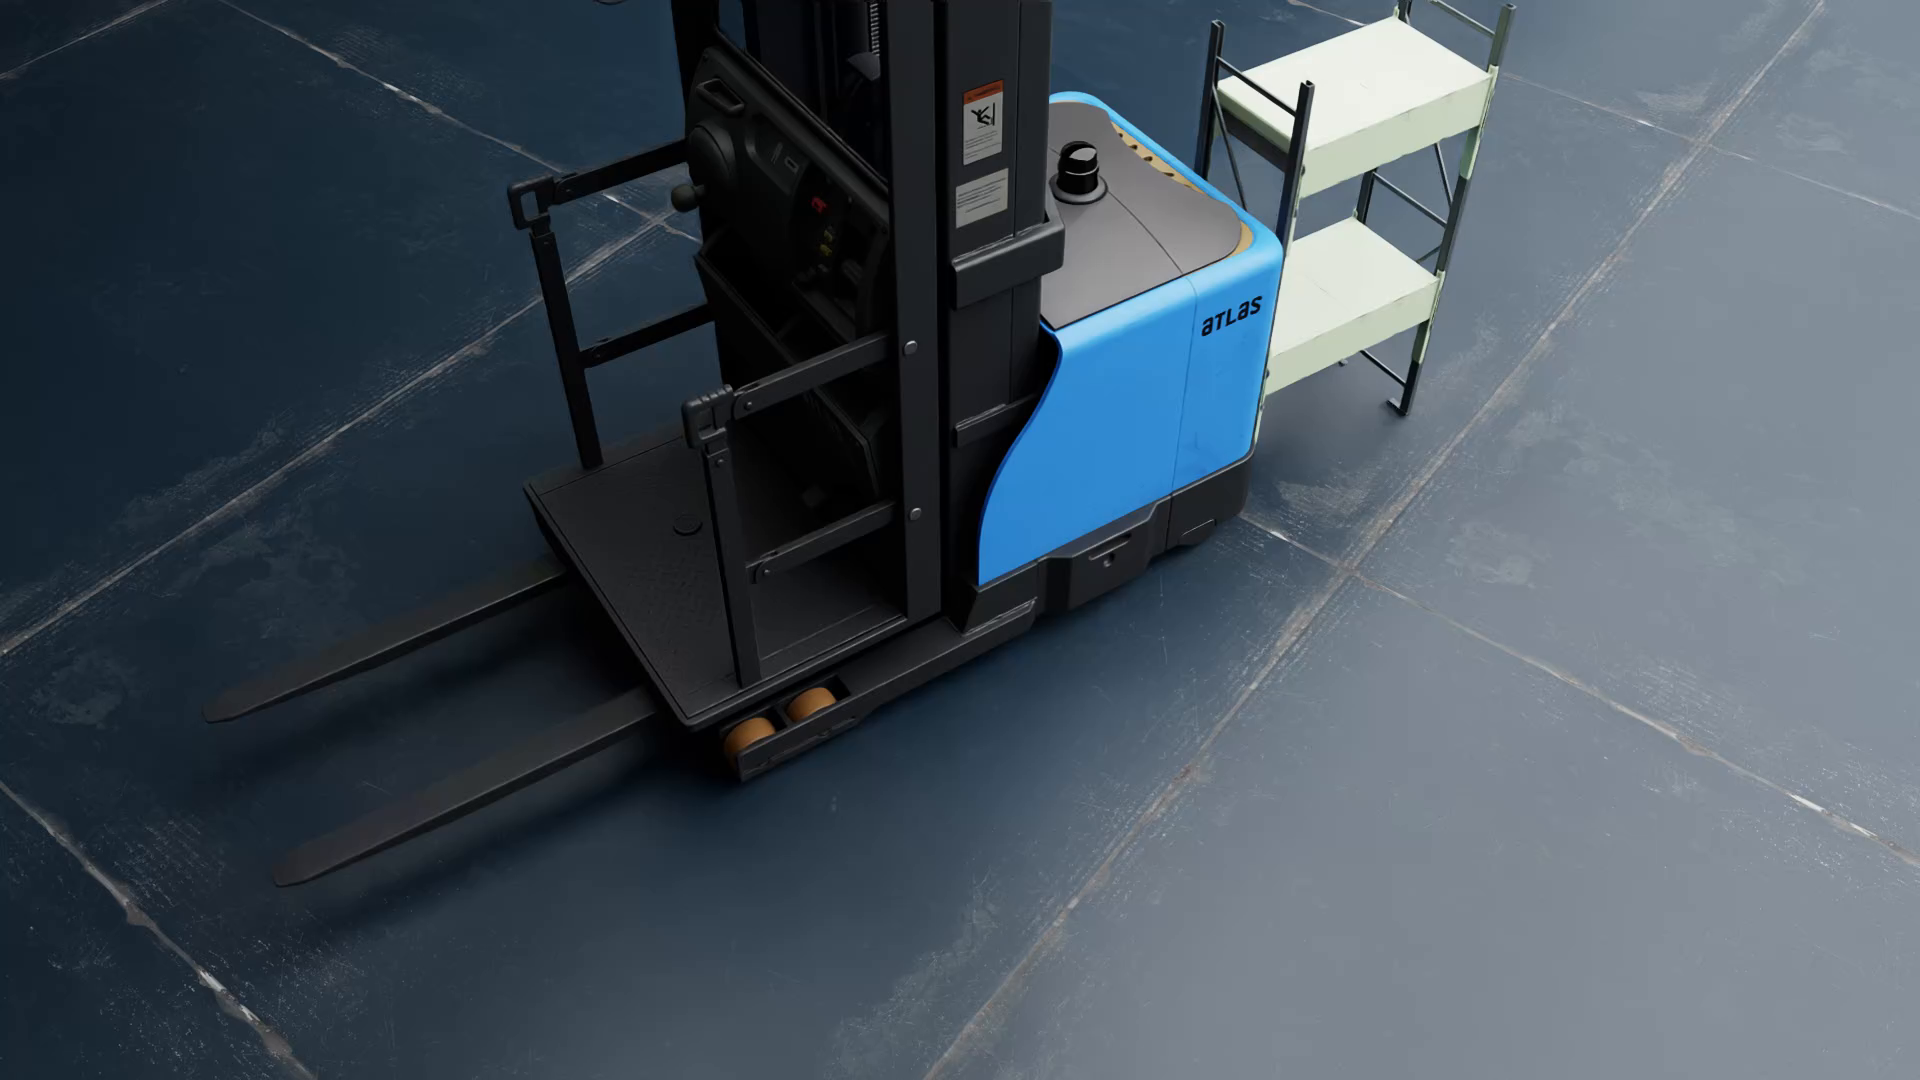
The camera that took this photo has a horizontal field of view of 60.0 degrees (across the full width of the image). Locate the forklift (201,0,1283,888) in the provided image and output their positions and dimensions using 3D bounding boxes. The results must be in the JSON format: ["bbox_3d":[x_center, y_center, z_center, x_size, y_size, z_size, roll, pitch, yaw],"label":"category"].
[{"bbox_3d":[-0.607,-0.797,3.984,3.031,2.935,1.130,-25,51,-22],"label":"forklift"}]

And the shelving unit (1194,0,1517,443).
[{"bbox_3d":[1.108,-0.920,5.091,0.755,1.500,0.431,-25,51,-22],"label":"shelving unit"}]

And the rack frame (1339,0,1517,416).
[{"bbox_3d":[1.415,-1.064,5.229,0.023,1.500,0.400,-25,51,-22],"label":"rack frame"}]

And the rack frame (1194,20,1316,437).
[{"bbox_3d":[0.802,-0.775,4.953,0.023,1.500,0.400,-25,51,-22],"label":"rack frame"}]

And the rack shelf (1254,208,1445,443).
[{"bbox_3d":[1.108,-0.694,5.327,0.720,0.370,0.431,-25,51,-22],"label":"rack shelf"}]

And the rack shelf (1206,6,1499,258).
[{"bbox_3d":[1.108,-1.189,4.809,0.720,0.370,0.431,-25,51,-22],"label":"rack shelf"}]
